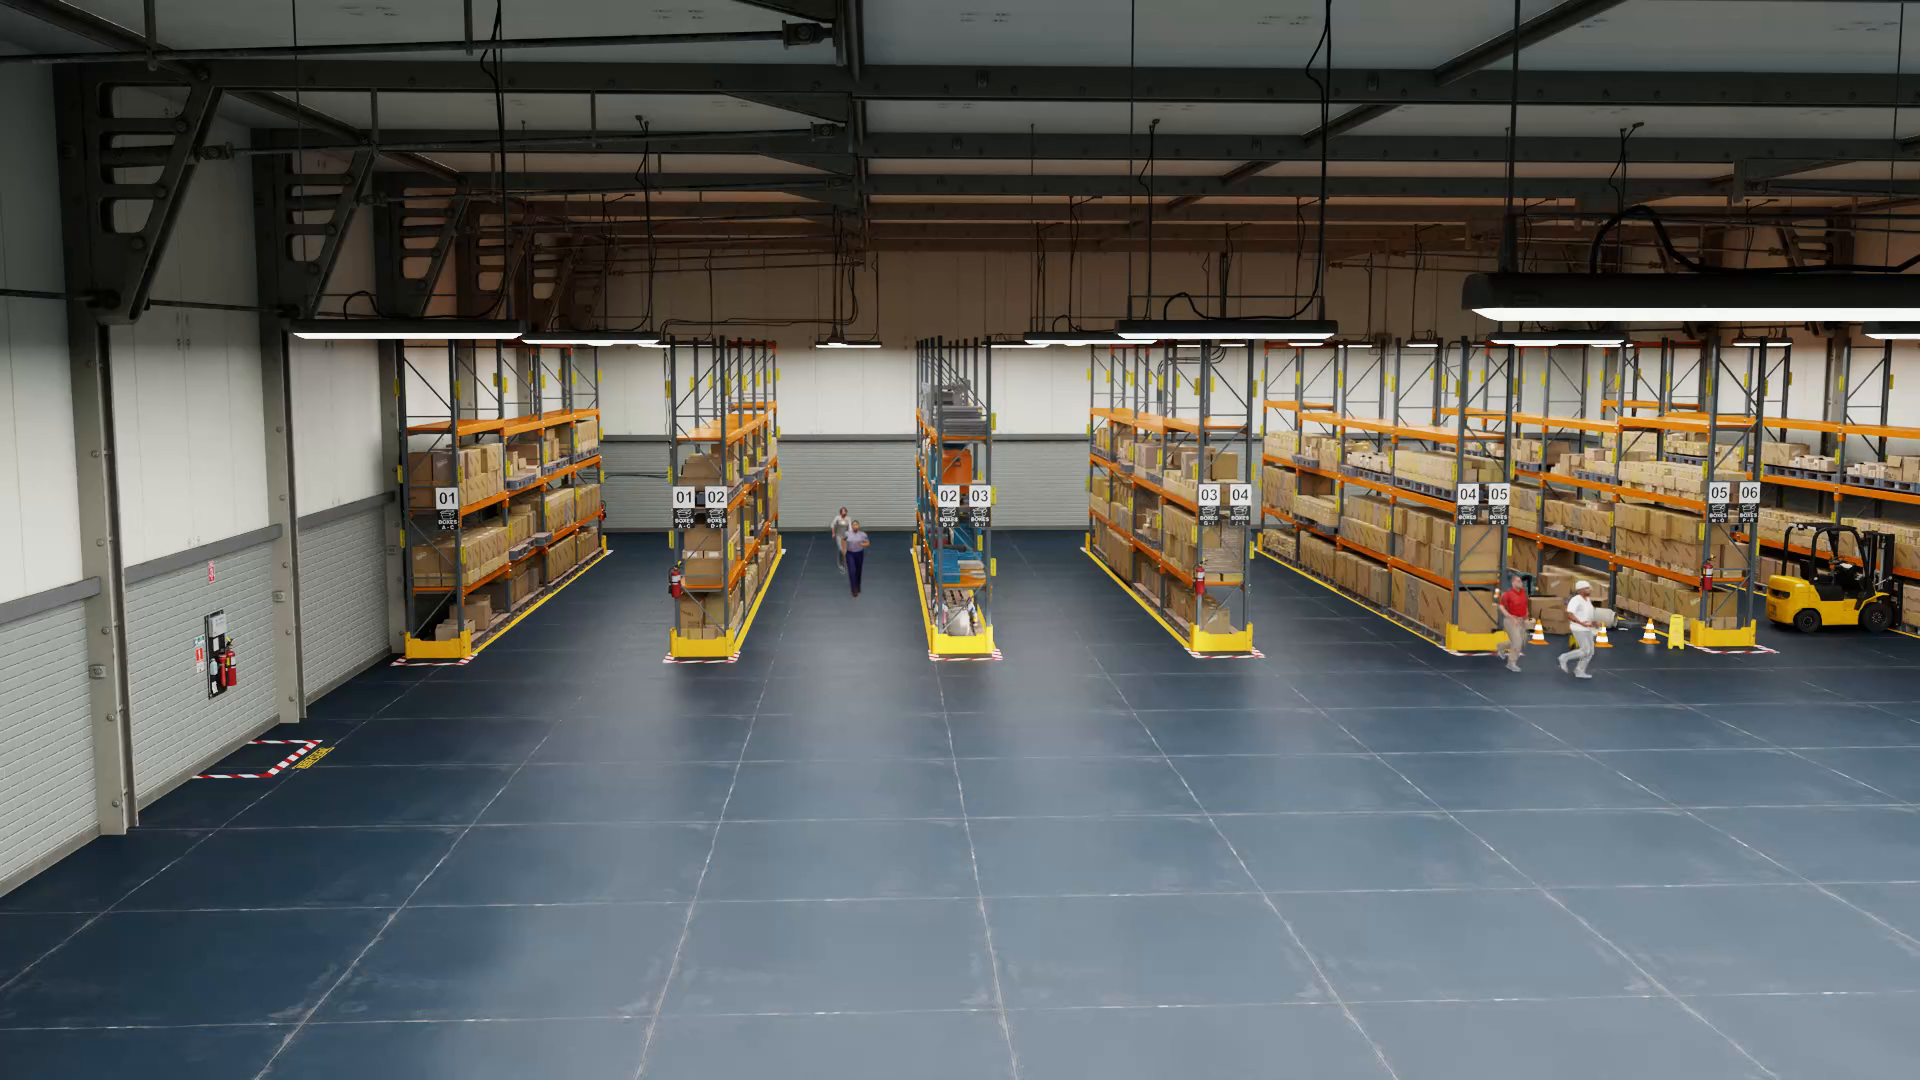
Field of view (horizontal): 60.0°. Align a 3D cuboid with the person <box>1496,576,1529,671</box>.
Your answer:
[{"bbox_3d":[9.961,1.485,30.044,0.669,1.713,0.645,-4,8,-31],"label":"person"}]

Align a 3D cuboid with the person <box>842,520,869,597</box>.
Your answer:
[{"bbox_3d":[-2.321,0.404,37.029,0.599,1.675,0.866,-1,7,-8],"label":"person"}]

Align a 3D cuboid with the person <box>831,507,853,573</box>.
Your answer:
[{"bbox_3d":[-2.894,-0.006,41.057,0.500,1.628,0.719,-2,7,-16],"label":"person"}]

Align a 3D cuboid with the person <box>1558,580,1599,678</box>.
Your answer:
[{"bbox_3d":[10.863,1.558,29.173,0.606,1.722,0.690,6,9,42],"label":"person"}]

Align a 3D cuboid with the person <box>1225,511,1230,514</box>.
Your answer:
[{"bbox_3d":[7.926,-0.644,48.649,0.903,1.701,0.719,-5,8,-39],"label":"person"}]
